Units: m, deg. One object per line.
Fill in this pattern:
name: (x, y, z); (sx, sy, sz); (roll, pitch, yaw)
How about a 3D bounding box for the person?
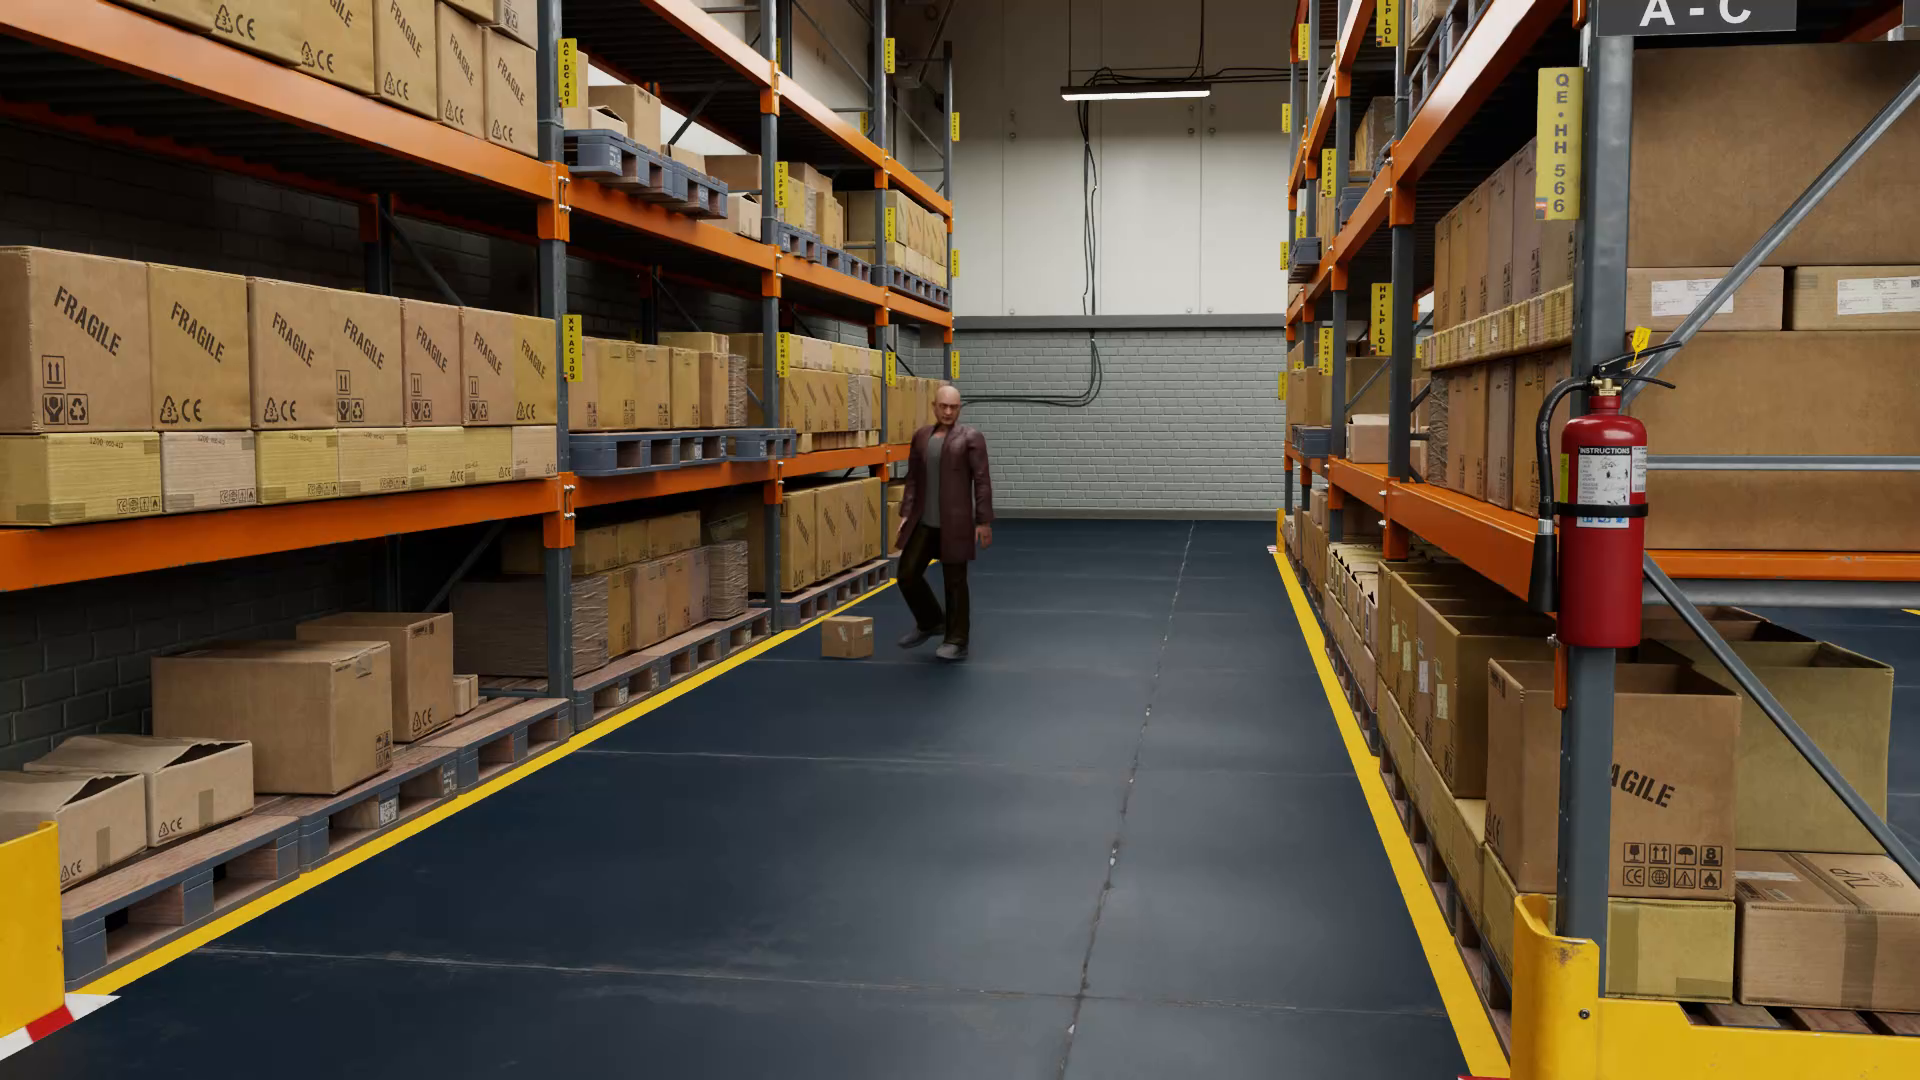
person: (-0.121, -0.111, 10.779); (0.729, 1.770, 0.523); (2, 5, 29)
